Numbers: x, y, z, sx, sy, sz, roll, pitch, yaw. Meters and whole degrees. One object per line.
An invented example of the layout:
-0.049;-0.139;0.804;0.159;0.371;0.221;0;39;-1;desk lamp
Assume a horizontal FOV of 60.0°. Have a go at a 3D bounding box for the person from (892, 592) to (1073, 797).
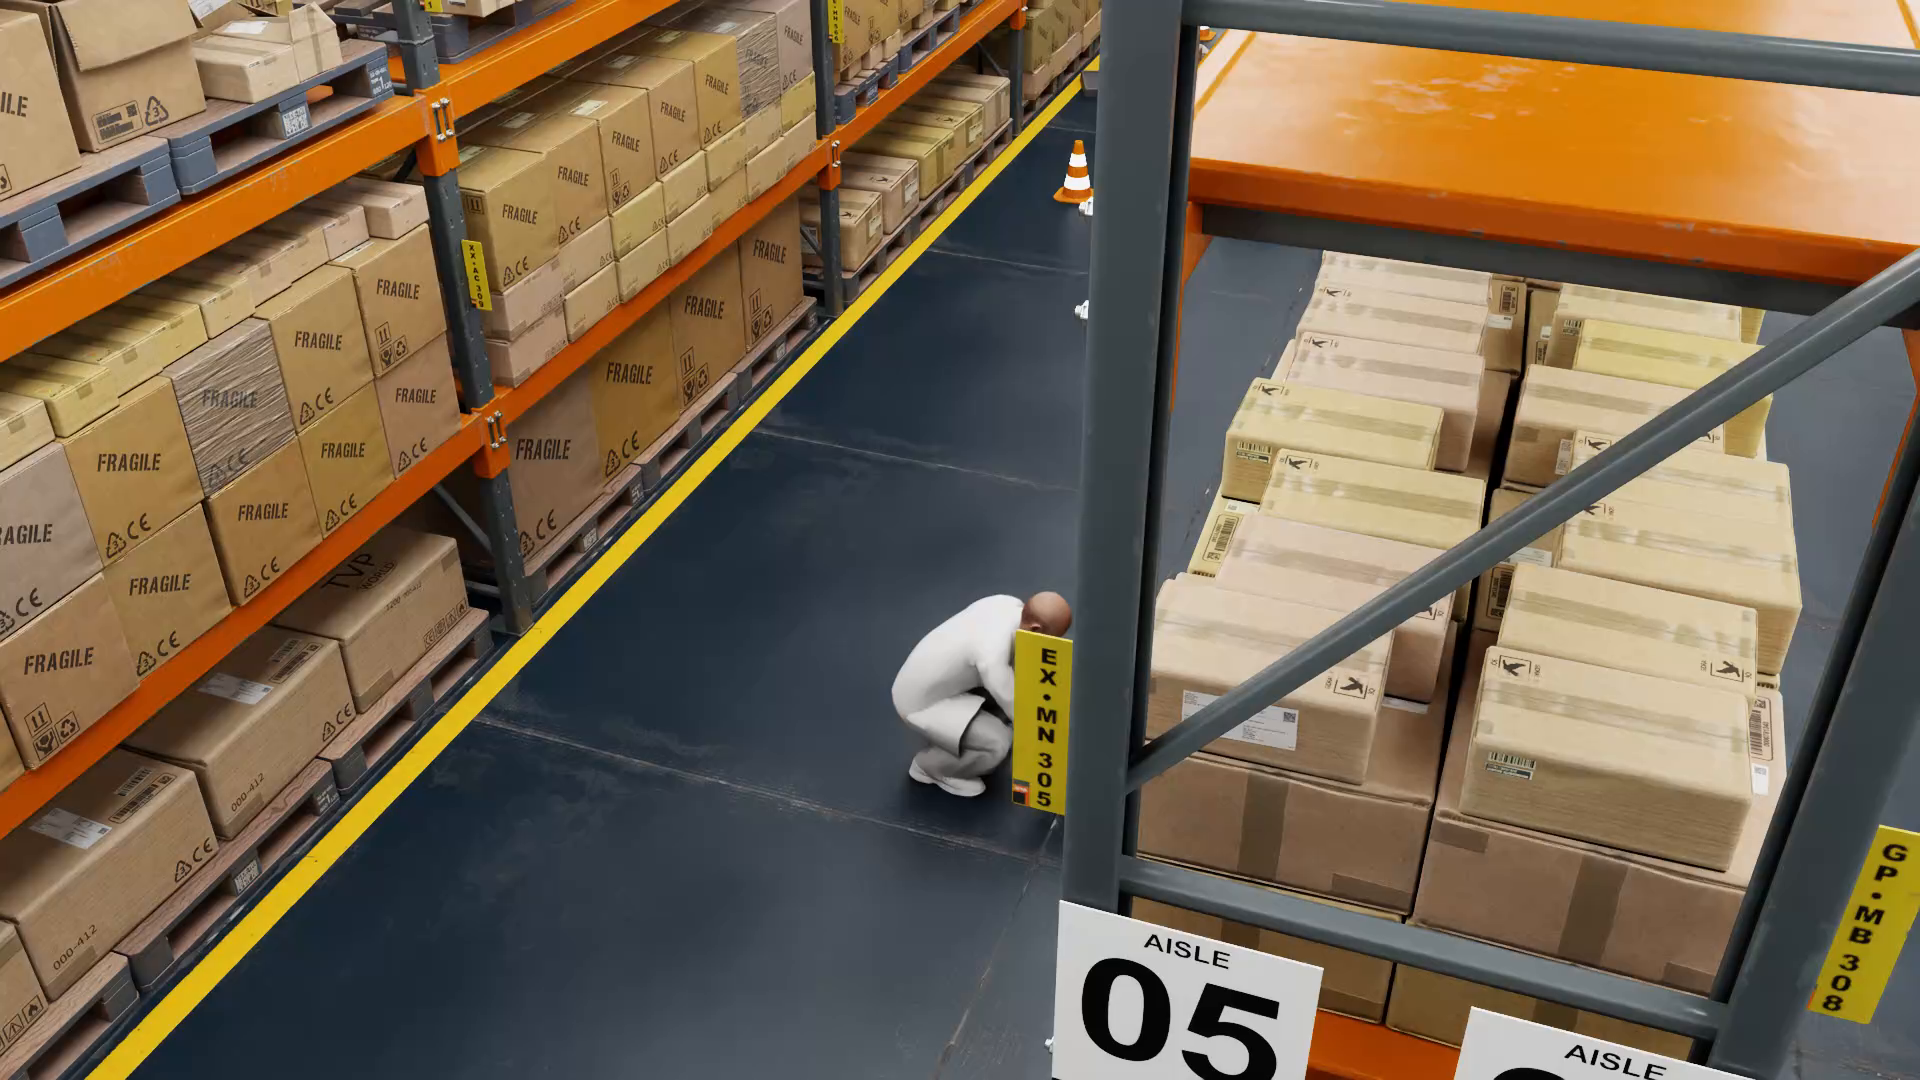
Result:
0.151;0.645;7.316;0.922;0.996;0.589;11;34;16;person
